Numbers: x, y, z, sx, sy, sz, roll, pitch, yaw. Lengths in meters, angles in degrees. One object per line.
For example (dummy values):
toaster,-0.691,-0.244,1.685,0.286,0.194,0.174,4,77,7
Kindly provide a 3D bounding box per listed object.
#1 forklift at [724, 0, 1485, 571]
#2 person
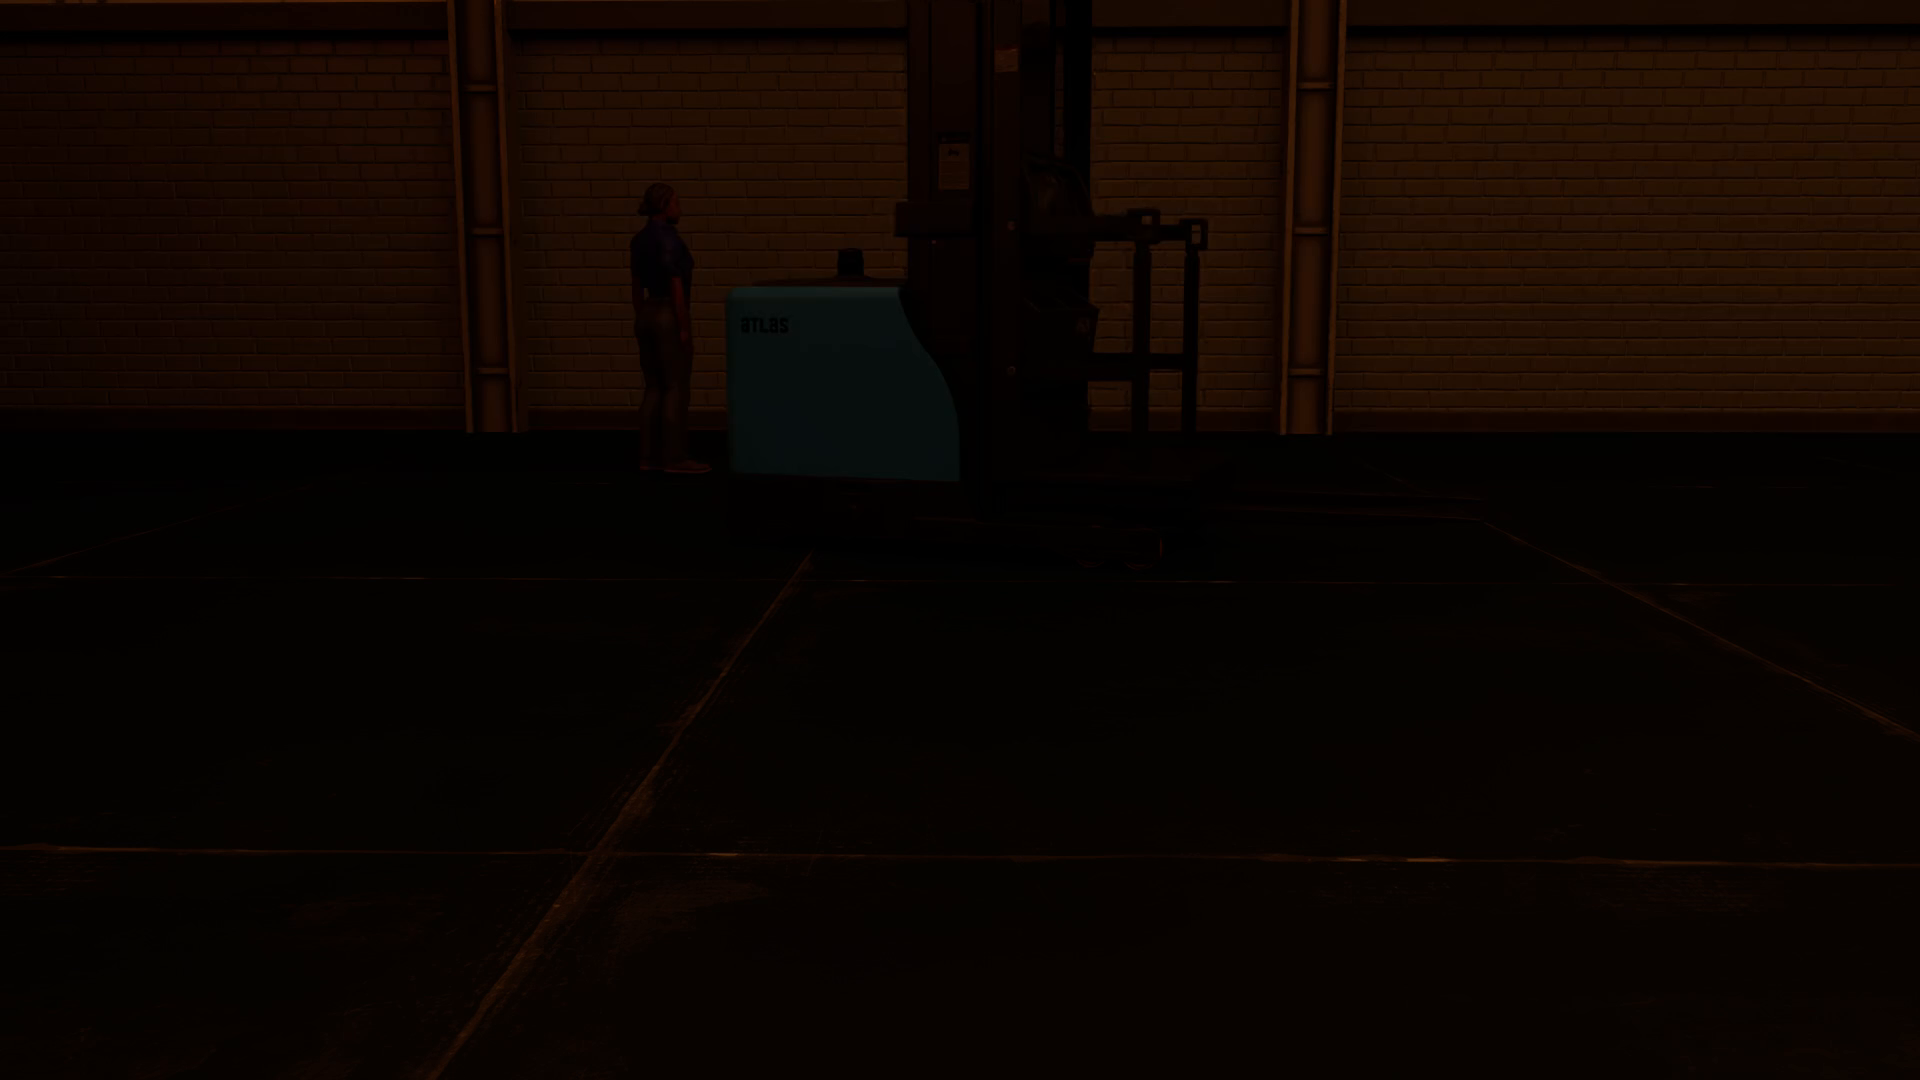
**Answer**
forklift,0.589,-1.421,6.725,3.031,2.935,1.130,3,9,18
person,-1.687,-1.215,9.603,0.333,1.663,0.468,-8,12,-42
